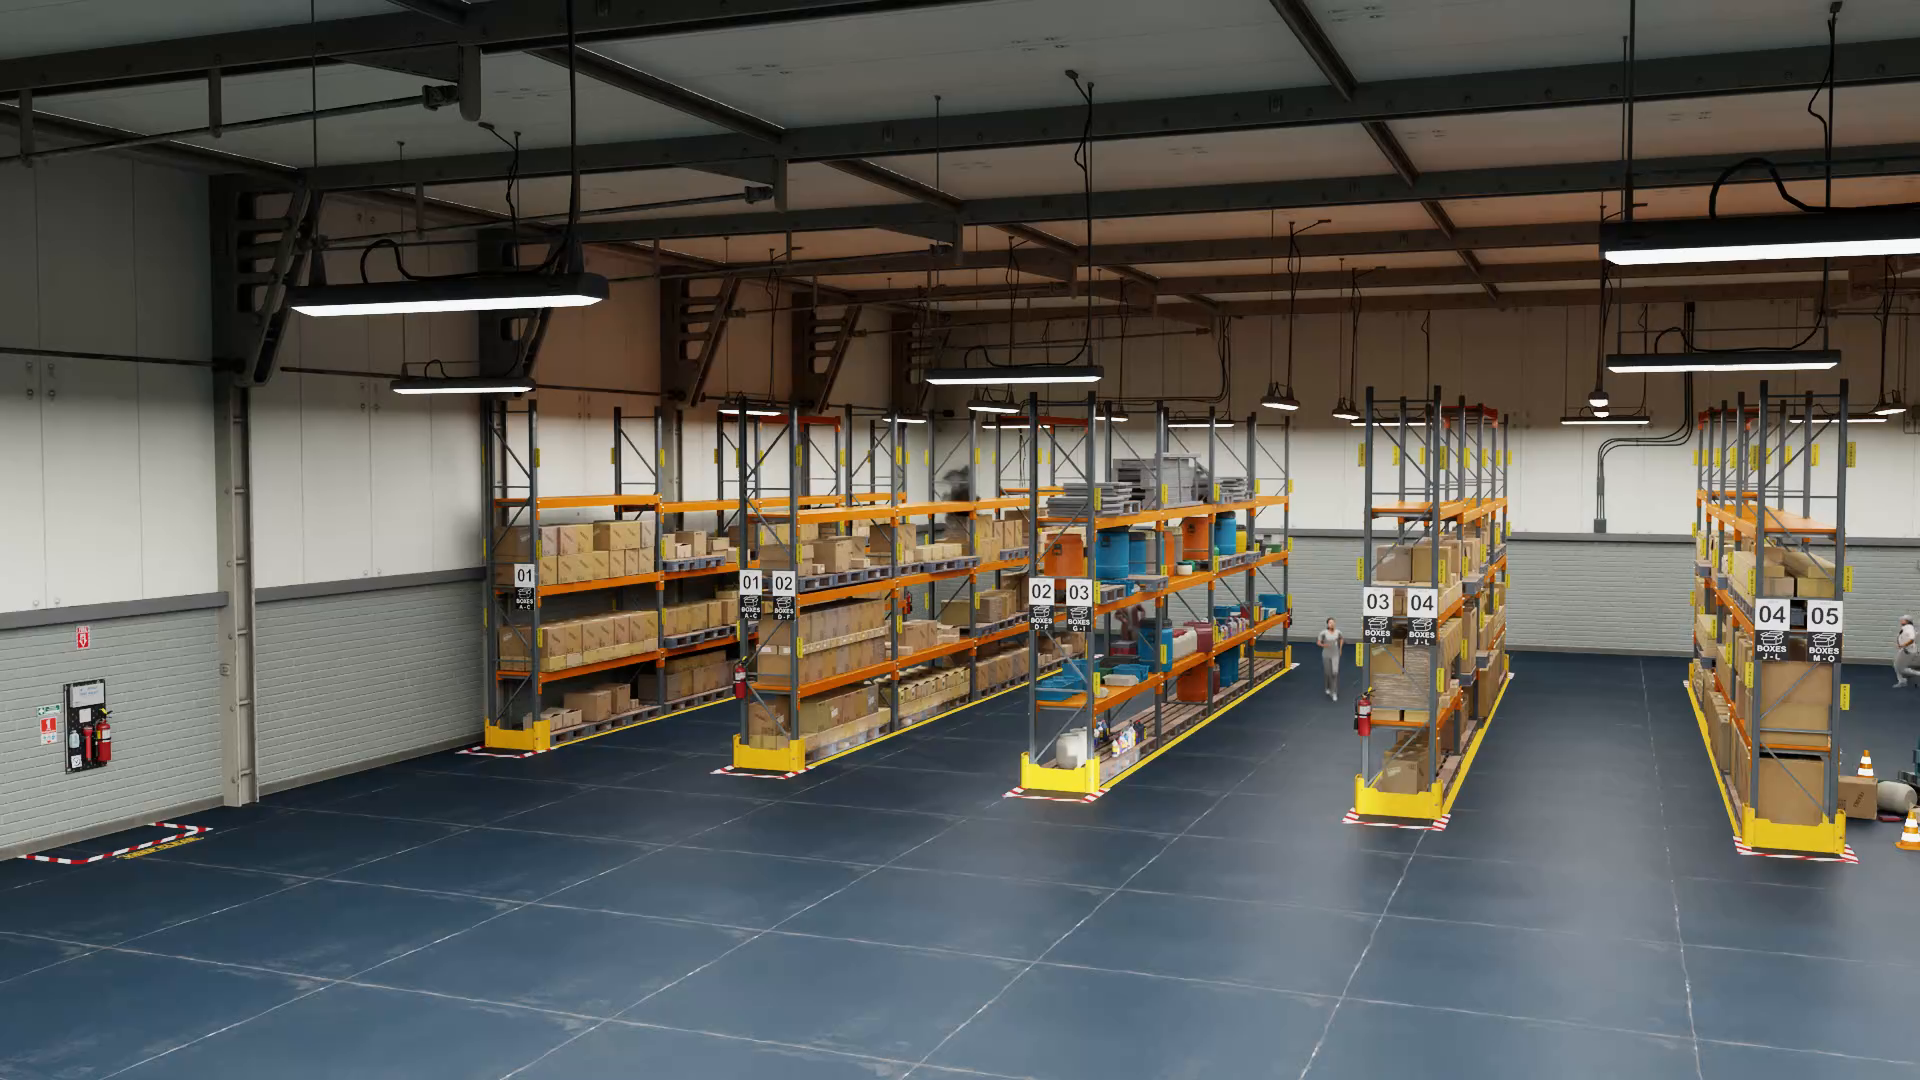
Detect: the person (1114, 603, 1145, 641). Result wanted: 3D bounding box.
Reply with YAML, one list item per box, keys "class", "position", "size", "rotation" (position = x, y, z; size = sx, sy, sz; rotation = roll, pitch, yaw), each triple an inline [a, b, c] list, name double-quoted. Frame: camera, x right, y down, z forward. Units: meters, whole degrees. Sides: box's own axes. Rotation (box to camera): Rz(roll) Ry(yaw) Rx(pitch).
- class: "person"
  position: [4.063, 2.168, 39.920]
  size: [0.737, 1.845, 0.690]
  rotation: [0, 3, 9]

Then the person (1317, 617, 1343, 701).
- class: "person"
  position: [7.713, 2.466, 34.658]
  size: [0.556, 1.721, 0.775]
  rotation: [0, 3, 9]

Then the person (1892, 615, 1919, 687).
- class: "person"
  position: [20.613, 2.428, 36.129]
  size: [0.597, 1.618, 0.645]
  rotation: [2, 3, 30]
